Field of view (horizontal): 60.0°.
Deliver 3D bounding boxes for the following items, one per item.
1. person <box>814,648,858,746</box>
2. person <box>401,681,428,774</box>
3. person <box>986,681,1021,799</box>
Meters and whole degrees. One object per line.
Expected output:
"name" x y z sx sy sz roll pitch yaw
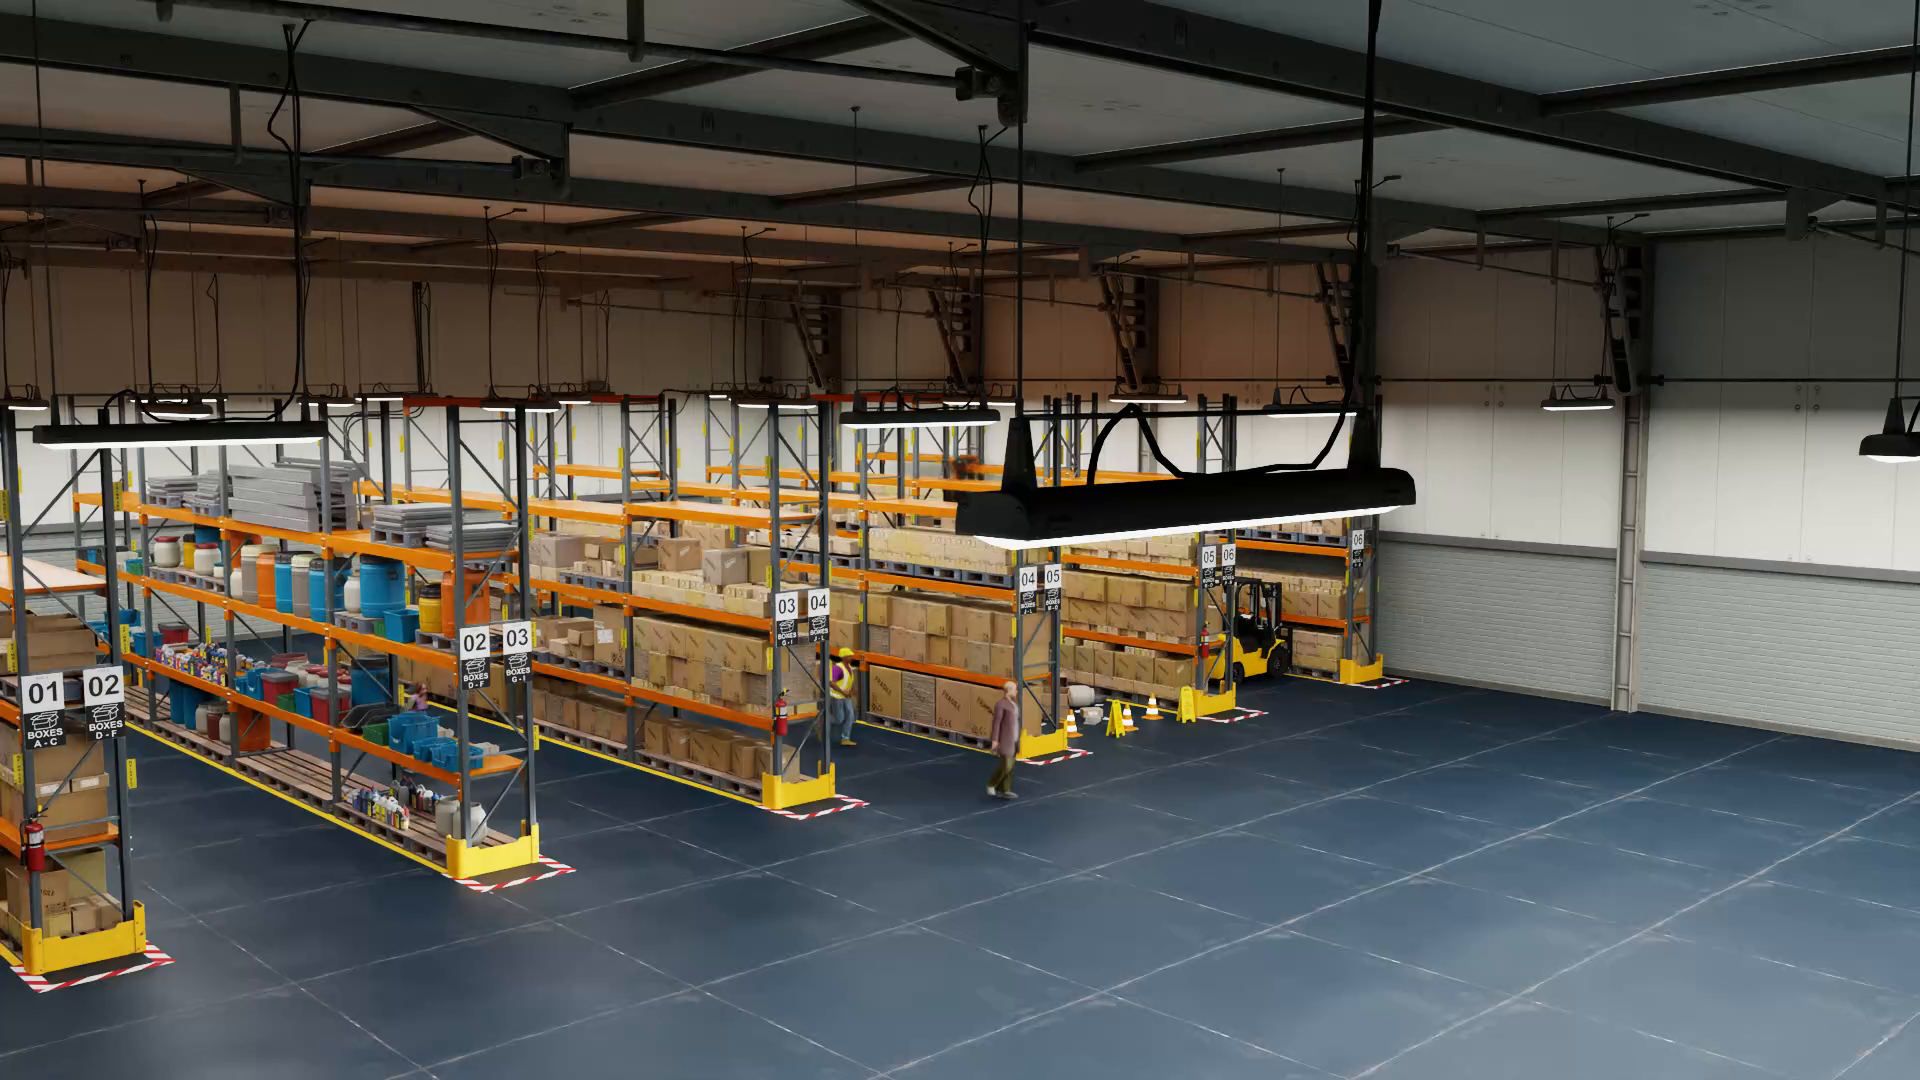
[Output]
"person" -2.149 2.701 28.781 0.789 1.716 0.701 3 6 25
"person" -8.838 3.010 26.707 0.722 1.519 0.535 1 6 8
"person" 0.669 3.015 25.093 0.537 1.772 0.672 3 6 31
